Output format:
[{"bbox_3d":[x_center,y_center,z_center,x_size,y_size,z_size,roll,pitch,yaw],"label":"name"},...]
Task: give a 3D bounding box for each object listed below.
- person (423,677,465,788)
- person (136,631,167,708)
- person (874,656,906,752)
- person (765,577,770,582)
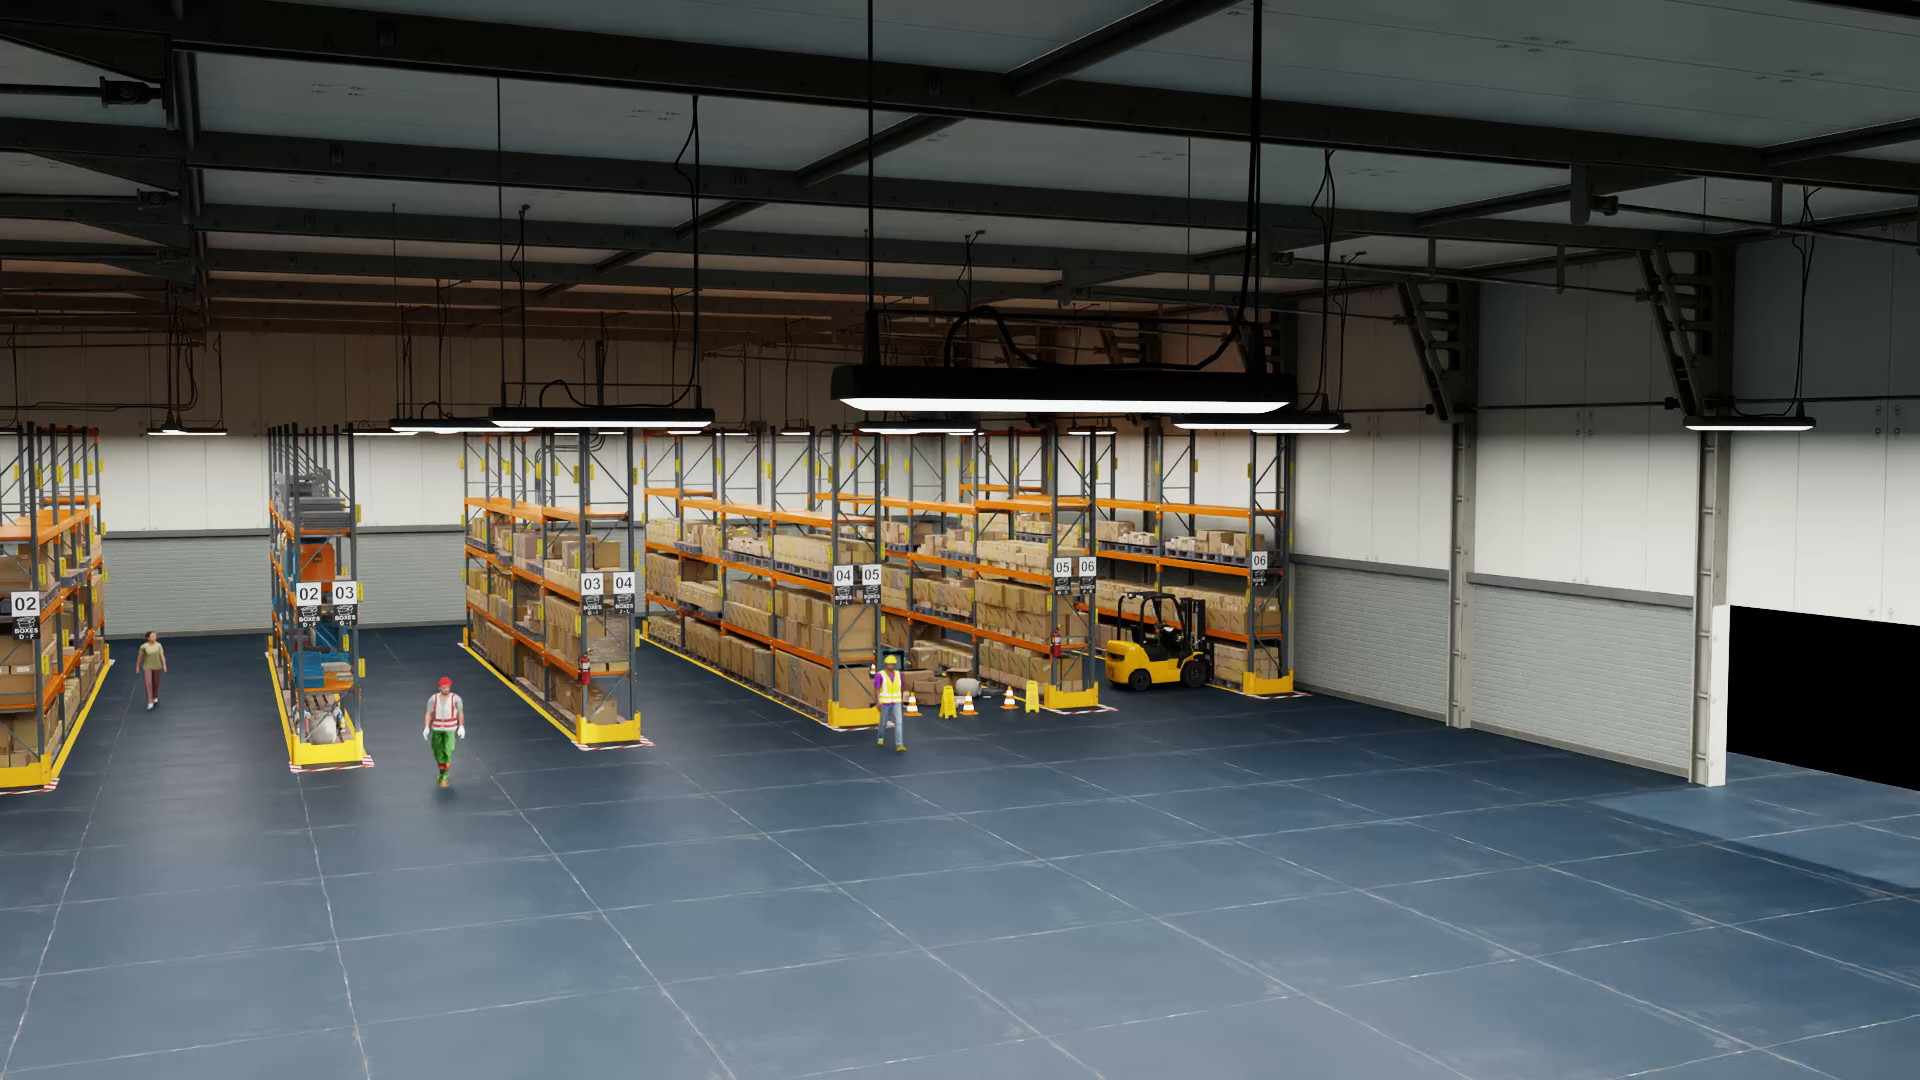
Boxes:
[{"bbox_3d":[-8.545,3.177,27.553,0.611,1.824,0.673,0,4,-5],"label":"person"},{"bbox_3d":[-17.216,2.732,35.401,0.563,1.605,1.072,-2,4,-33],"label":"person"},{"bbox_3d":[-1.278,2.992,30.468,0.599,1.730,0.993,-1,4,-20],"label":"person"},{"bbox_3d":[-6.096,1.641,53.620,0.426,1.579,0.607,2,4,35],"label":"person"}]
